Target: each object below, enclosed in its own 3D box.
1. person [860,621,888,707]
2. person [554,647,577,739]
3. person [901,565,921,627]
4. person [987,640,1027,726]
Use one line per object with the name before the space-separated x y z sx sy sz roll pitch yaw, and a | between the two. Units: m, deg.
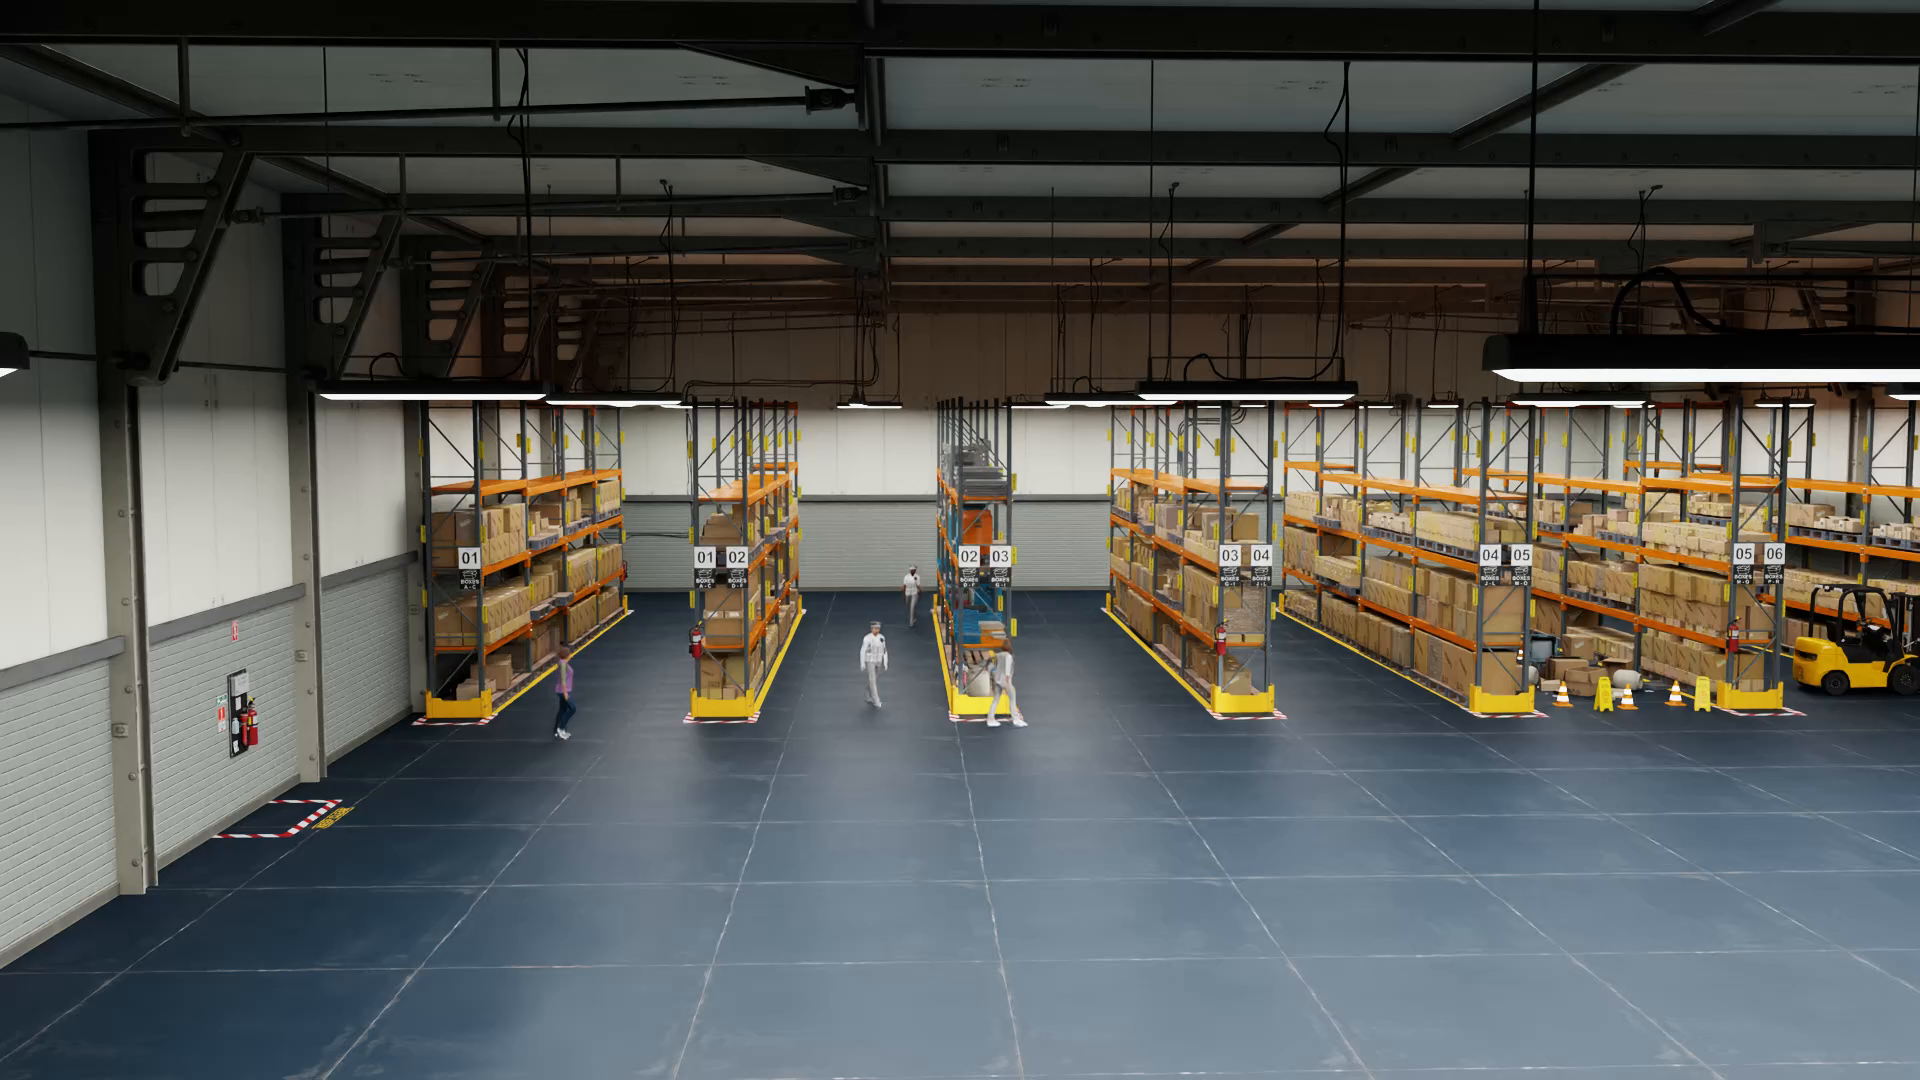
person | -1.650 2.387 32.386 0.508 1.616 0.952 -3 6 -38
person | -6.919 2.668 29.107 0.417 1.606 0.445 -1 4 -8
person | -1.284 1.464 44.347 0.484 1.635 0.911 1 5 18
person | 0.816 2.602 30.217 0.776 1.581 0.473 -3 5 -32
